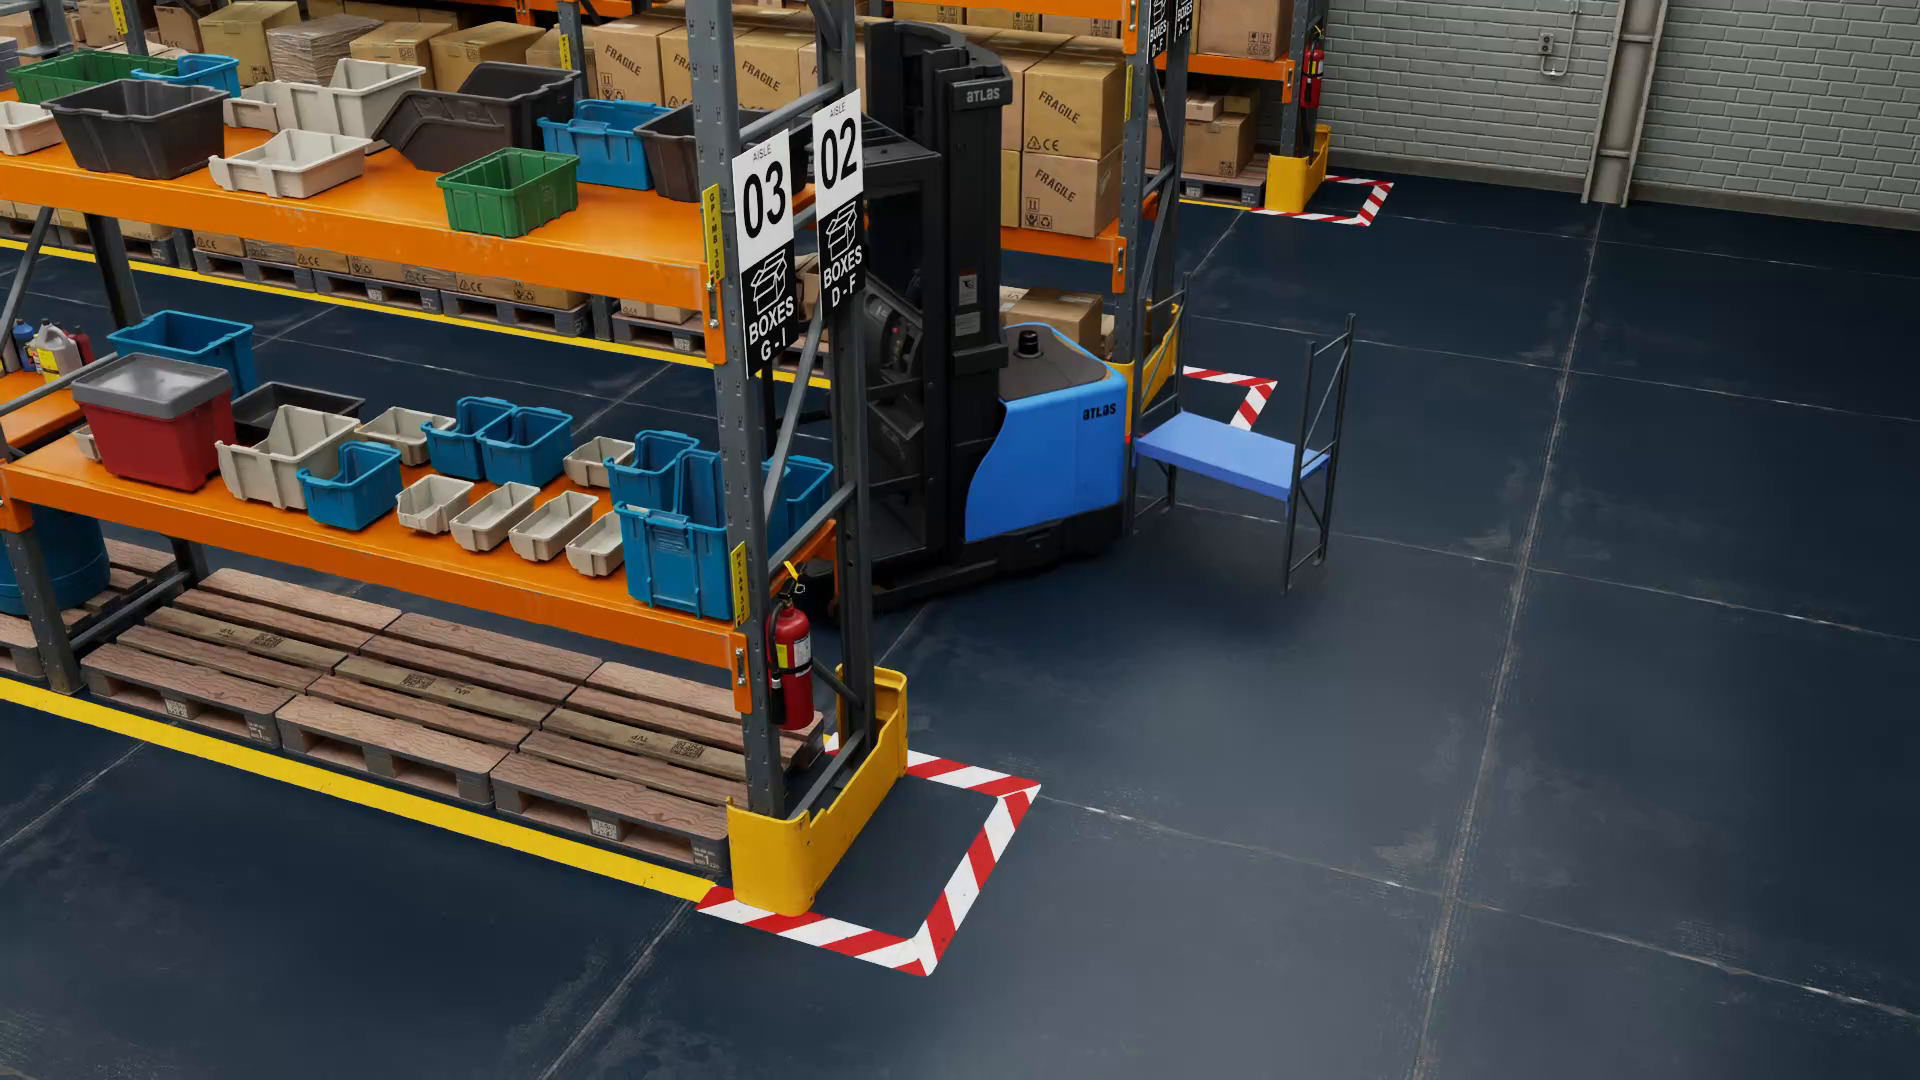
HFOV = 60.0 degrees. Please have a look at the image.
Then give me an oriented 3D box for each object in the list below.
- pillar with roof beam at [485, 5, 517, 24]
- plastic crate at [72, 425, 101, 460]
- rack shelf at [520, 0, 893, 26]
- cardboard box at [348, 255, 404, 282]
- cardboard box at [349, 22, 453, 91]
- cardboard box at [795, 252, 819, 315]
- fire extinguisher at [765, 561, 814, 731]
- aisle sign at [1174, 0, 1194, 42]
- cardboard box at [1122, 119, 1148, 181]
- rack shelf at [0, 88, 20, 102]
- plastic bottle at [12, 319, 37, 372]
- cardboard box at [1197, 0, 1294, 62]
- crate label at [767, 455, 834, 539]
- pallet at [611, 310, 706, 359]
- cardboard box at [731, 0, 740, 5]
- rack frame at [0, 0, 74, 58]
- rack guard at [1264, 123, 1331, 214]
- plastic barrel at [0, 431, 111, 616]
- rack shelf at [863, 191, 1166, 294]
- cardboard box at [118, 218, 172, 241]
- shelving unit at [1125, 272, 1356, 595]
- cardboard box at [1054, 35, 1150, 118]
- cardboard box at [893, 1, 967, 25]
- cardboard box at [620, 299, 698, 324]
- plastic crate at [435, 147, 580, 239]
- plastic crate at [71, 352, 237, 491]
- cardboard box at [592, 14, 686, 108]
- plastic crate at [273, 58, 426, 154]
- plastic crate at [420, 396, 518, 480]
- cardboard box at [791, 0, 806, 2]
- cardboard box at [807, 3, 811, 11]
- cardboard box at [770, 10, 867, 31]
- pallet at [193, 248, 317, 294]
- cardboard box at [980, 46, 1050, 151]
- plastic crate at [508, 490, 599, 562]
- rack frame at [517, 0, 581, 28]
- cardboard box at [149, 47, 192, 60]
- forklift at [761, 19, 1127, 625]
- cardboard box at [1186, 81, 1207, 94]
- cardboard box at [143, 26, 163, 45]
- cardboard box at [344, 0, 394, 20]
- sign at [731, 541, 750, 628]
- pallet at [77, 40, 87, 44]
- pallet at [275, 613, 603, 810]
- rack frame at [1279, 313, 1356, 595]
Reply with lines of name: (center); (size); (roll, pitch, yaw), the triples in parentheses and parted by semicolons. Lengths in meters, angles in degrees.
pillar with roof beam: (-6.818, -7.296, 13.513); (0.400, 9.000, 9.100); (11, 31, 19)
plastic crate: (-3.960, -0.515, 7.820); (0.243, 0.136, 0.396); (11, 31, 19)
rack shelf: (-2.466, -5.329, 16.861); (4.000, 0.370, 1.077); (11, 31, 19)
cardboard box: (-4.429, -2.358, 12.967); (0.500, 0.500, 0.500); (10, 31, 17)
cardboard box: (-4.132, -3.538, 12.432); (0.500, 0.500, 0.700); (4, 30, 6)
cardboard box: (-1.142, -1.919, 12.382); (0.500, 0.311, 0.500); (11, 31, 19)
fire extinguisher: (-0.662, 0.416, 6.423); (0.183, 0.674, 0.296); (11, 31, 19)
aisle sign: (1.408, -3.526, 10.297); (0.004, 0.787, 0.394); (11, 31, 19)
cardboard box: (0.922, -2.519, 11.056); (0.500, 0.500, 0.500); (12, 32, 20)
rack shelf: (-6.191, -2.118, 8.131); (4.000, 0.370, 1.077); (11, 31, 19)
plastic bottle: (-4.845, -1.017, 8.632); (0.097, 0.271, 0.097); (0, 29, 0)
cardboard box: (2.617, -4.752, 14.805); (0.700, 0.700, 0.980); (13, 32, 21)
crate label: (-0.736, -0.164, 7.101); (0.303, 0.233, 0.416); (11, 31, 19)
pallet: (-1.836, -1.671, 12.492); (1.213, 0.211, 1.003); (11, 31, 19)
cardboard box: (-2.193, -5.360, 16.419); (0.250, 0.149, 0.380); (10, 31, 18)
rack frame: (-4.338, -3.367, 6.561); (0.127, 3.000, 1.000); (11, 31, 19)
rack guard: (3.116, -3.439, 15.327); (0.348, 0.500, 1.175); (11, 31, 19)
plastic barrel: (-4.836, -0.133, 8.642); (0.708, 0.901, 0.600); (11, 31, 19)
rack shelf: (-0.619, -2.330, 11.554); (4.000, 0.370, 1.077); (11, 31, 19)
cardboard box: (-6.758, -2.725, 13.890); (0.500, 0.250, 0.500); (12, 32, 20)
shelving unit: (1.534, -0.605, 9.296); (1.048, 1.500, 0.538); (21, 36, 32)
cardboard box: (0.922, -2.954, 10.810); (0.500, 0.500, 0.500); (12, 32, 21)
cardboard box: (-0.117, -5.295, 15.764); (0.700, 0.700, 0.980); (12, 32, 20)
cardboard box: (-2.164, -1.857, 12.273); (0.500, 0.311, 0.500); (11, 31, 19)
plastic crate: (-1.653, -1.281, 6.134); (0.336, 0.188, 0.450); (11, 31, 19)
plastic crate: (-3.605, -0.529, 7.512); (0.583, 0.464, 0.402); (11, 31, 19)
cardboard box: (-2.141, -3.276, 11.380); (0.500, 0.500, 0.500); (12, 32, 20)
plastic crate: (-2.569, -1.820, 6.993); (0.530, 0.282, 0.437); (11, 31, 19)
plastic crate: (-2.234, -0.463, 7.630); (0.300, 0.233, 0.416); (11, 31, 19)
cardboard box: (-1.612, -5.514, 16.033); (0.500, 0.500, 0.500); (12, 31, 20)
cardboard box: (-1.275, -5.141, 16.032); (0.250, 0.149, 0.380); (12, 32, 20)
cardboard box: (-0.963, -3.329, 11.474); (0.500, 0.500, 0.500); (12, 31, 20)
pallet: (-5.501, -2.383, 13.752); (1.213, 0.211, 1.003); (11, 31, 19)
cardboard box: (0.250, -2.802, 10.540); (0.500, 0.500, 0.500); (12, 32, 20)
plastic crate: (-1.718, -0.055, 7.005); (0.243, 0.136, 0.396); (11, 31, 19)
rack frame: (-4.320, -6.012, 17.338); (0.127, 3.000, 1.000); (11, 31, 19)
cardboard box: (-6.499, -3.801, 13.517); (0.500, 0.311, 0.500); (13, 32, 22)
forklift: (-0.607, -1.113, 8.740); (3.031, 2.935, 1.130); (-14, 33, -24)
cardboard box: (2.129, -4.154, 15.506); (0.250, 0.149, 0.380); (11, 31, 19)
cardboard box: (-9.501, -6.008, 19.780); (0.250, 0.149, 0.380); (9, 31, 15)
cardboard box: (-6.445, -5.879, 18.434); (0.500, 0.250, 0.500); (10, 31, 18)
sign: (-0.823, 0.168, 6.239); (0.005, 0.325, 0.100); (11, 31, 19)
pallet: (-10.923, -6.098, 20.324); (1.213, 0.211, 1.003); (11, 31, 19)
pallet: (-2.507, 0.802, 8.116); (1.213, 0.211, 1.003); (11, 31, 19)
rack frame: (1.935, -0.451, 9.024); (0.032, 1.500, 0.500); (21, 36, 32)
